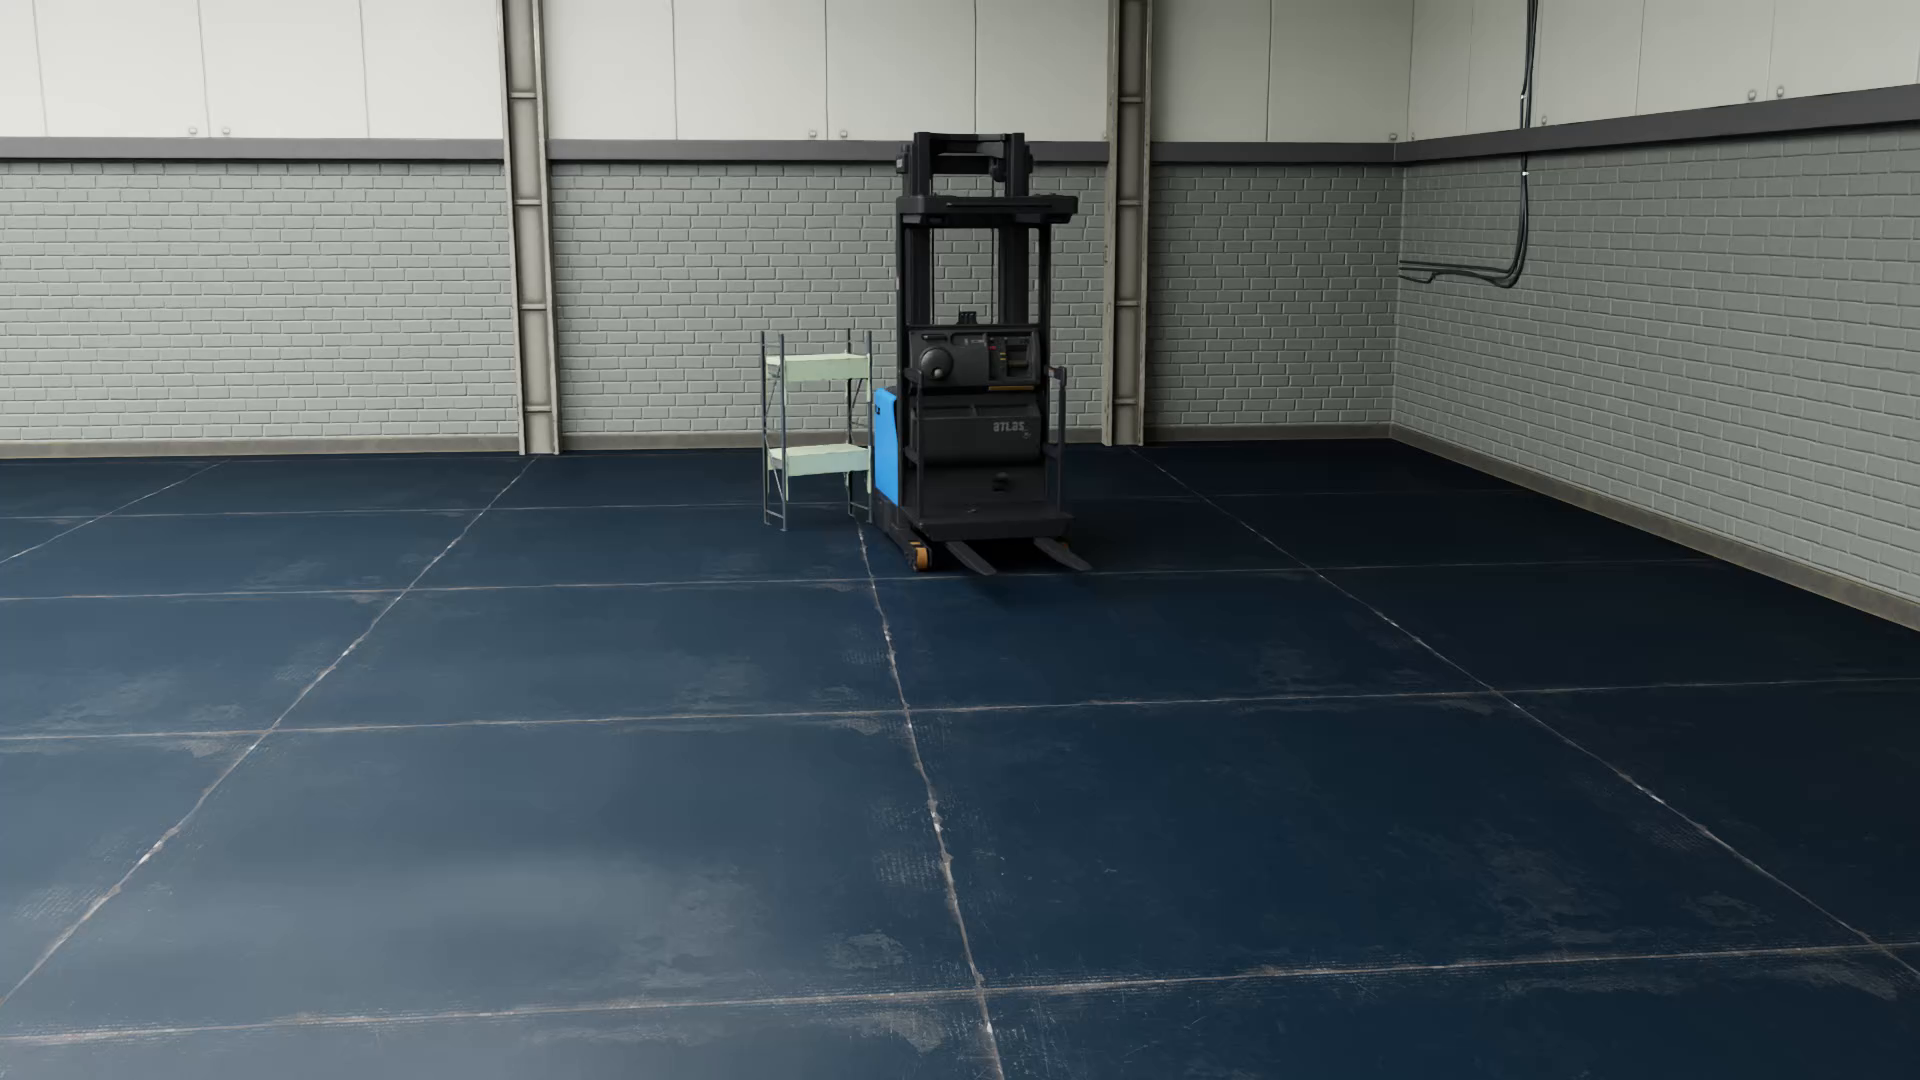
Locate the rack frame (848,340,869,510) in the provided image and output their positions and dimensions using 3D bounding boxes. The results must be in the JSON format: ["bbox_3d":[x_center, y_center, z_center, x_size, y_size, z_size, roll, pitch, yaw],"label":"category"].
[{"bbox_3d":[-0.790,-0.904,13.074,0.010,1.308,0.380,-6,13,-29],"label":"rack frame"}]

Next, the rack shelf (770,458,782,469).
[{"bbox_3d":[-1.107,-0.619,12.944,0.664,0.071,0.332,-6,13,-29],"label":"rack shelf"}]

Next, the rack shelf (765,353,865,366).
[{"bbox_3d":[-1.106,-1.382,12.791,0.686,0.052,0.368,-6,13,-29],"label":"rack shelf"}]

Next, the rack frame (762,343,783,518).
[{"bbox_3d":[-1.425,-0.833,12.716,0.010,1.308,0.380,-6,13,-29],"label":"rack frame"}]

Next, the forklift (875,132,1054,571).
[{"bbox_3d":[0.144,-1.306,11.415,1.109,2.935,3.031,-3,11,-13],"label":"forklift"}]

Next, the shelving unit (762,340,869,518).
[{"bbox_3d":[-1.107,-0.869,12.895,0.742,1.308,0.380,-6,13,-29],"label":"shelving unit"}]

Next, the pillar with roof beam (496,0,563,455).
[{"bbox_3d":[-3.788,-4.481,11.833,0.400,9.000,9.100,-1,11,-6],"label":"pillar with roof beam"}]
